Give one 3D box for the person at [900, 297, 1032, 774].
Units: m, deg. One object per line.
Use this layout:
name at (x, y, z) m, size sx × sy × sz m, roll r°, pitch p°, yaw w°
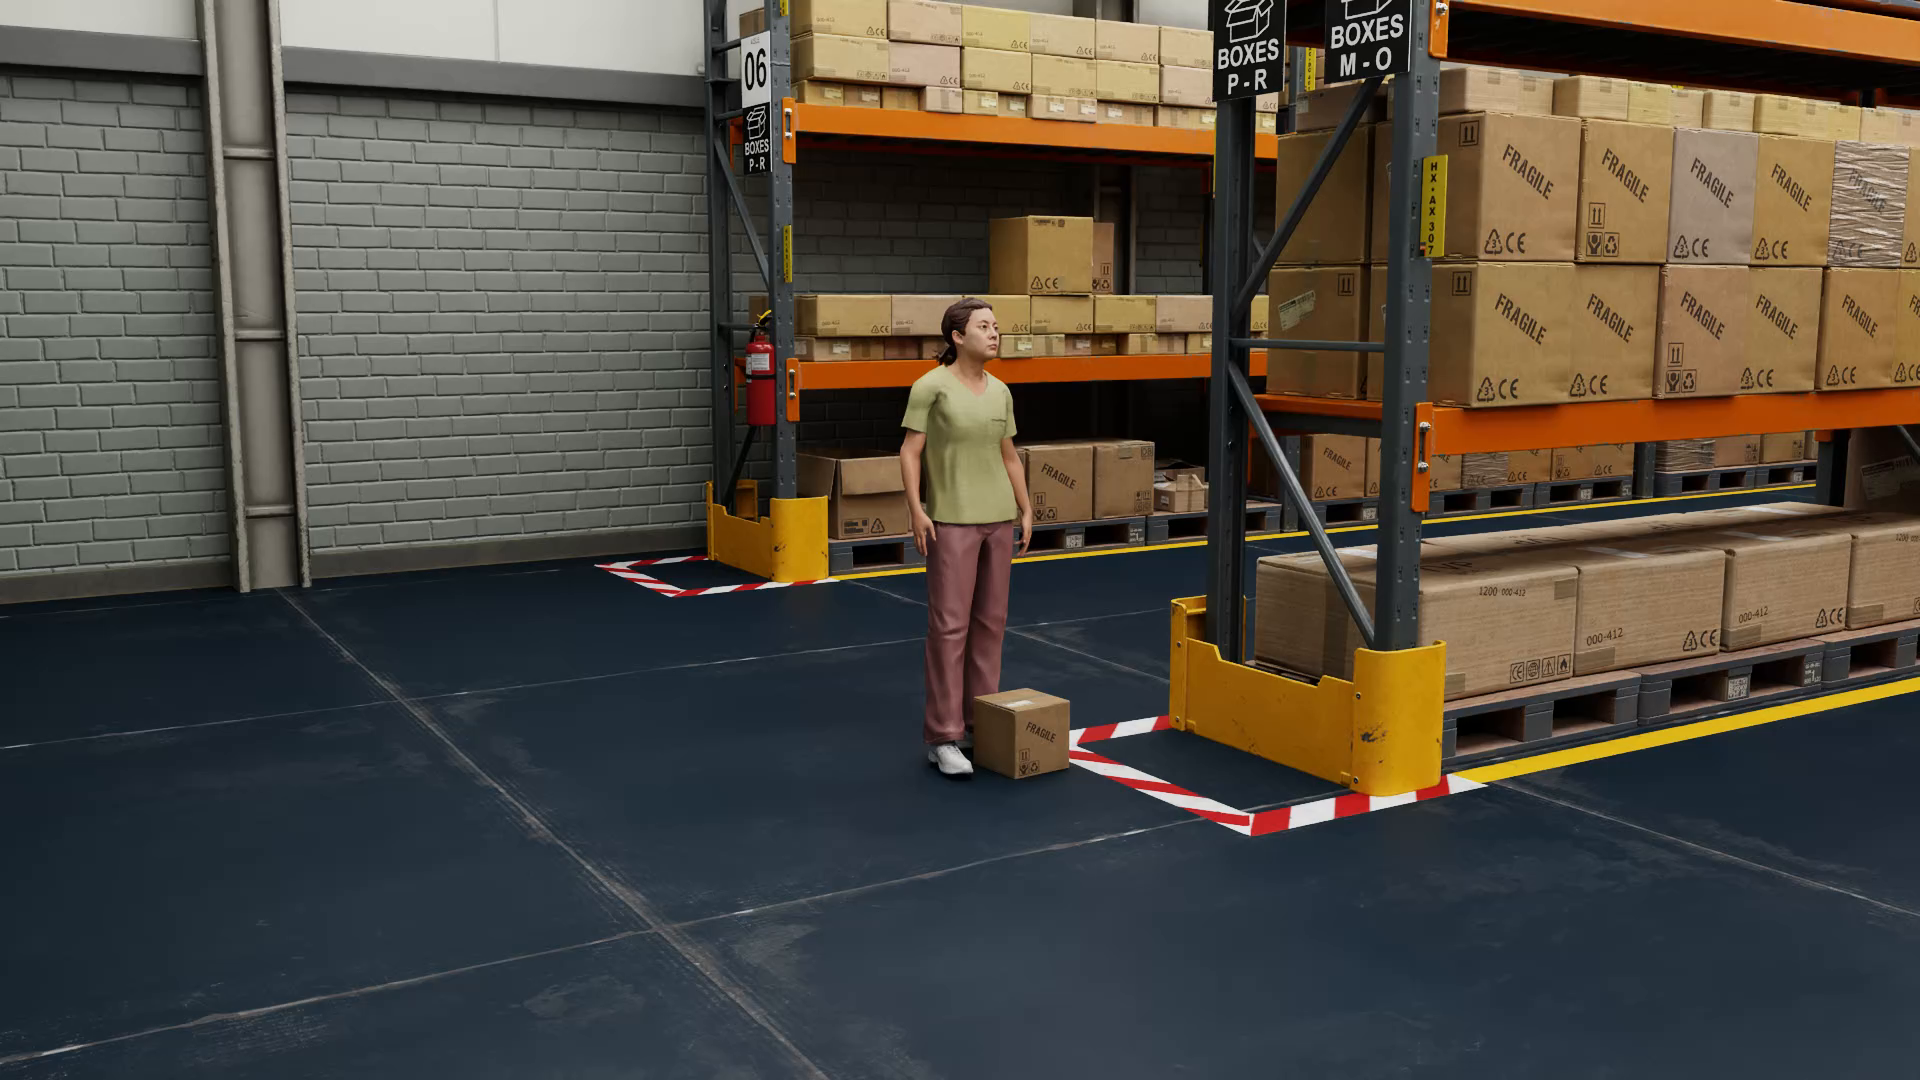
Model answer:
person at (0.077, -0.033, 6.043) m, size 0.554 × 1.660 × 0.526 m, roll -6°, pitch 10°, yaw -34°
